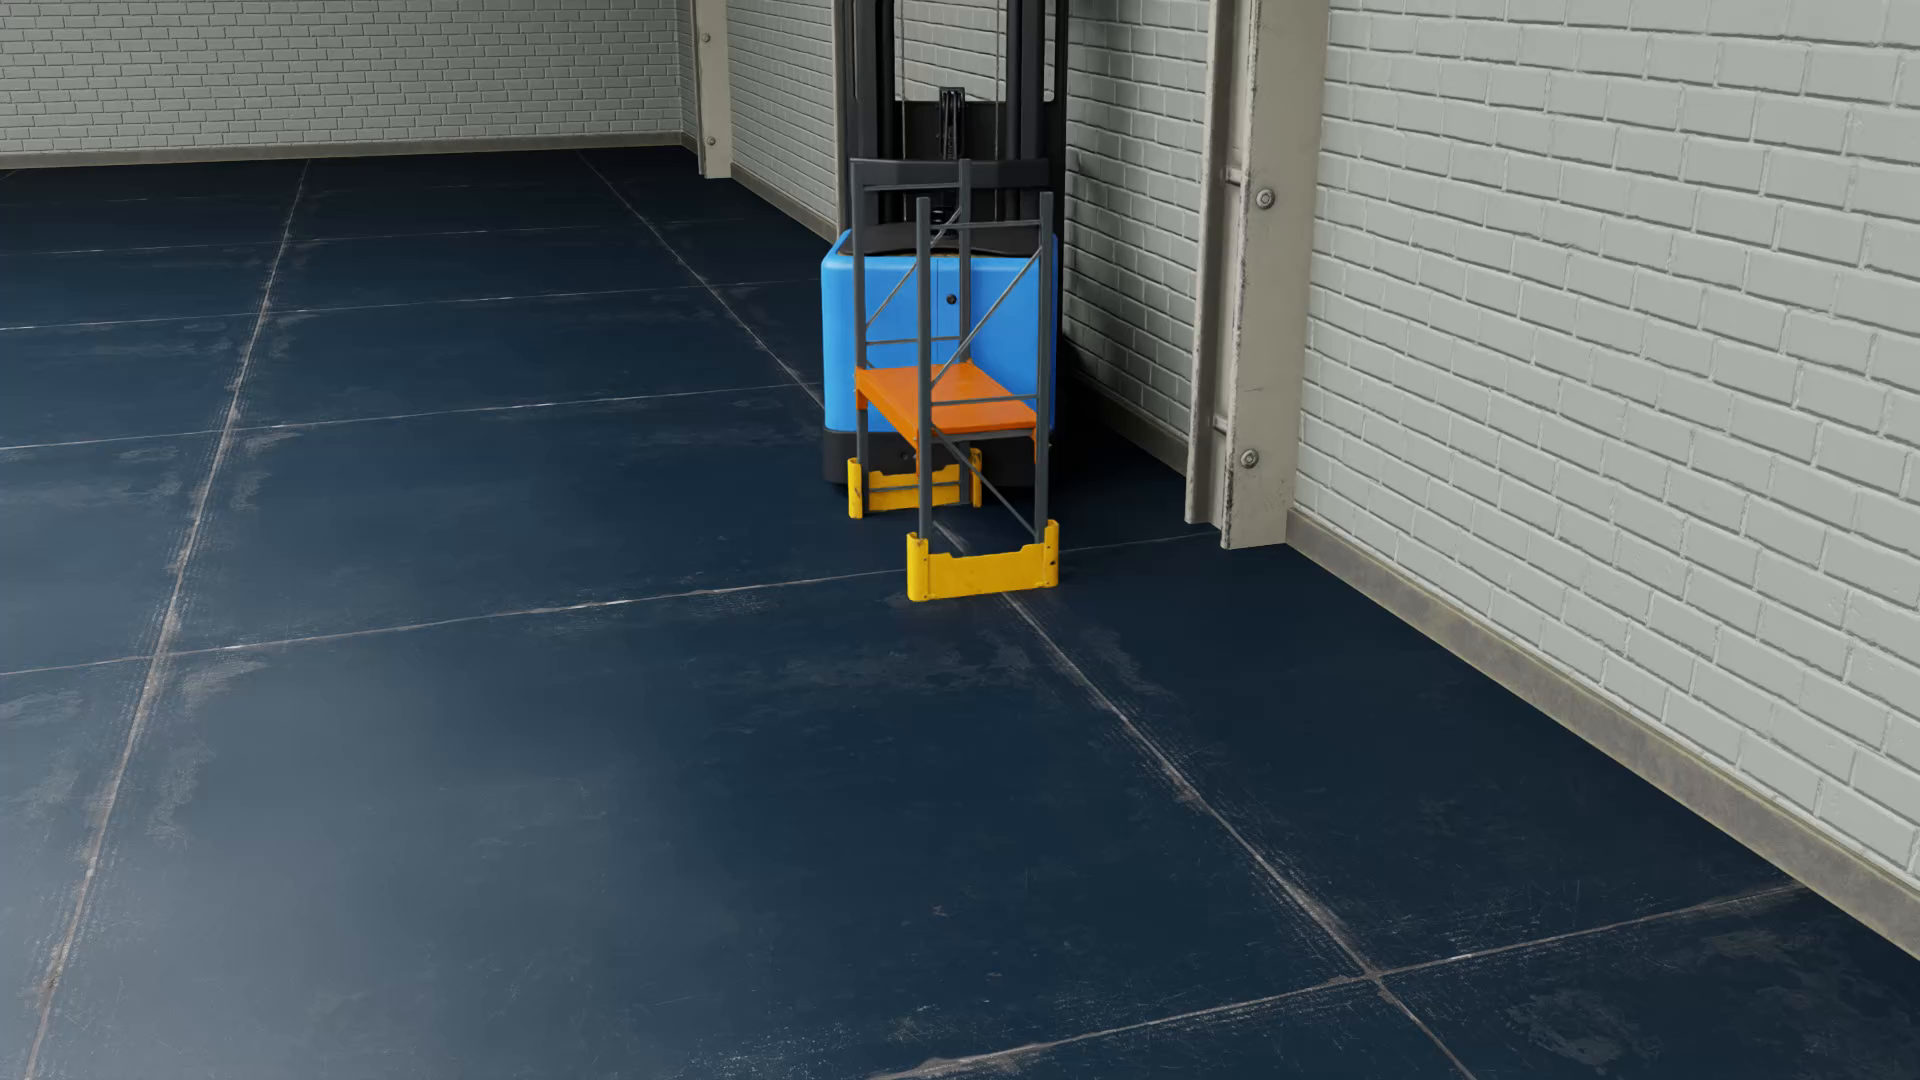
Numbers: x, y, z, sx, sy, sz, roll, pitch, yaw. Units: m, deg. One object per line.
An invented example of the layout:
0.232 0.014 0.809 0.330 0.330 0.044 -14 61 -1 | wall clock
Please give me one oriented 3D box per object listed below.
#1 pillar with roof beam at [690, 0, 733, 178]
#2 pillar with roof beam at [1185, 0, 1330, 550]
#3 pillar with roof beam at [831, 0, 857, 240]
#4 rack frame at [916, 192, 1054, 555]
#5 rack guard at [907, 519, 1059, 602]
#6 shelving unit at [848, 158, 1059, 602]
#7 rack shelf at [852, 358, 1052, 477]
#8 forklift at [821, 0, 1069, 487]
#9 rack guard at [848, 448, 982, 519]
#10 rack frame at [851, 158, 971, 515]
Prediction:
-6.686 -7.669 14.955 9.100 9.000 0.400 -6 21 -17 | pillar with roof beam
-2.914 -3.818 4.234 9.100 9.000 0.400 -6 21 -17 | pillar with roof beam
-4.800 -5.743 9.594 9.100 9.000 0.400 -6 21 -17 | pillar with roof beam
0.091 -0.511 6.120 0.500 1.500 0.032 -6 21 -16 | rack frame
0.090 0.077 6.333 0.587 0.250 0.087 -6 21 -16 | rack guard
-0.051 -0.673 6.571 0.587 1.500 1.083 -6 21 -16 | shelving unit
-0.054 -0.506 6.640 0.538 0.185 1.000 -6 21 -16 | rack shelf
-0.012 -2.064 8.326 1.130 2.935 3.031 1 20 3 | forklift
-0.193 -0.246 7.231 0.587 0.250 0.087 -6 21 -16 | rack guard
-0.199 -0.840 7.037 0.500 1.500 0.032 -6 21 -16 | rack frame
